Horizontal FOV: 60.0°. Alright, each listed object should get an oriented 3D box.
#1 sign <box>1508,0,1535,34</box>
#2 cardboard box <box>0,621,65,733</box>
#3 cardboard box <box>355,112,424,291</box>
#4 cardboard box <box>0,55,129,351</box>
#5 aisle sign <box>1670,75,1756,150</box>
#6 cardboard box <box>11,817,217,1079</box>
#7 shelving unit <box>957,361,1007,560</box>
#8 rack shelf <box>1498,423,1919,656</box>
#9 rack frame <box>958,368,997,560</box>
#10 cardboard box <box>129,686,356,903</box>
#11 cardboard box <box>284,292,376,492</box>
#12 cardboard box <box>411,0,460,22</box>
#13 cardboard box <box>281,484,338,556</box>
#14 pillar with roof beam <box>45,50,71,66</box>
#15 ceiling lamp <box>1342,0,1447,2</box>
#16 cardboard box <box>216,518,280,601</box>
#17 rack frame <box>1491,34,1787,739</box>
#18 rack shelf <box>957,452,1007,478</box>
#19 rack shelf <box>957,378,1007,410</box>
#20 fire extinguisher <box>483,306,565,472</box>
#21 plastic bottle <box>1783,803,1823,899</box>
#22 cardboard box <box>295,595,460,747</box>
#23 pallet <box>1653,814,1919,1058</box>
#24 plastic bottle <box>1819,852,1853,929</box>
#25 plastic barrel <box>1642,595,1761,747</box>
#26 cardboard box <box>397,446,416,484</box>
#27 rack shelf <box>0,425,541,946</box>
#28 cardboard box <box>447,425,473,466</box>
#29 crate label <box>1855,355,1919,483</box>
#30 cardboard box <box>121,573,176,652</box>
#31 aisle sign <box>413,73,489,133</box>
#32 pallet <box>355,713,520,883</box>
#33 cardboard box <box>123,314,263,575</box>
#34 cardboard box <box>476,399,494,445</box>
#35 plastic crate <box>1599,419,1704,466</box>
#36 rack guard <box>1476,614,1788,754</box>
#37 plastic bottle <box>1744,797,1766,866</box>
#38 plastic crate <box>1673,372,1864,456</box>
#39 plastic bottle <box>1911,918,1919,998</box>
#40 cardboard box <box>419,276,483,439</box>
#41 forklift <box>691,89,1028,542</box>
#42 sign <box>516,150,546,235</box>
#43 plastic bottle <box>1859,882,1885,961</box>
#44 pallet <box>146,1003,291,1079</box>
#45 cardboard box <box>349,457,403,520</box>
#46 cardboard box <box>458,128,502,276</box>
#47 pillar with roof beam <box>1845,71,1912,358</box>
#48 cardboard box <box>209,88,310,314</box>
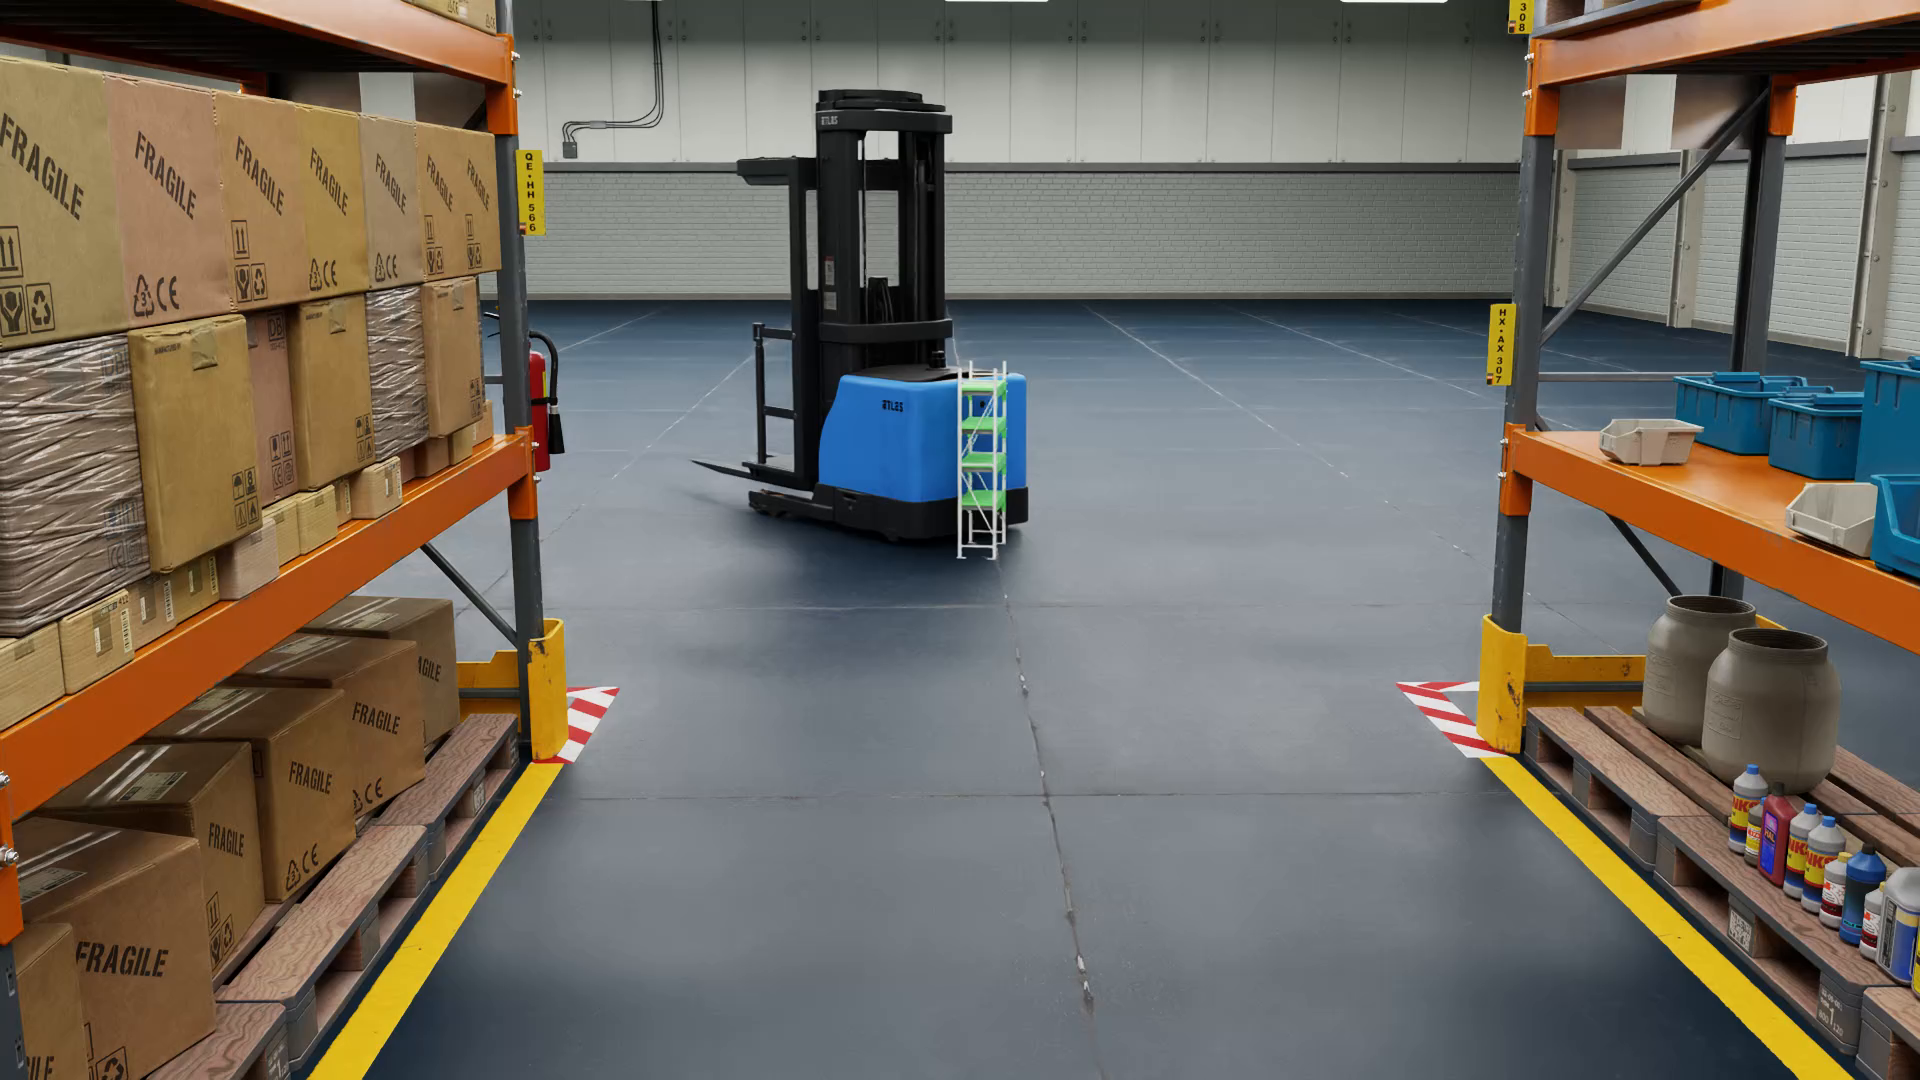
[{"bbox_3d":[2.177,-2.124,6.420,0.100,0.325,0.005,0,11,-1],"label":"sign"},{"bbox_3d":[-1.846,0.243,2.948,0.380,0.149,0.250,0,11,-1],"label":"cardboard box"},{"bbox_3d":[-1.942,-1.009,4.973,0.500,0.500,0.500,0,11,-1],"label":"cardboard box"},{"bbox_3d":[-1.897,-0.611,3.013,0.500,0.500,0.500,0,11,-1],"label":"cardboard box"},{"bbox_3d":[3.023,-1.941,6.544,0.394,0.787,0.004,0,11,-1],"label":"aisle sign"},{"bbox_3d":[-2.130,0.990,3.867,0.500,0.500,0.500,4,12,17],"label":"cardboard box"},{"bbox_3d":[0.143,-0.514,10.575,0.258,1.200,0.503,2,12,8],"label":"shelving unit"},{"bbox_3d":[2.769,0.099,4.838,1.077,0.370,4.000,0,11,-1],"label":"rack shelf"},{"bbox_3d":[0.109,-0.466,10.339,0.240,1.200,0.015,2,12,8],"label":"rack frame"},{"bbox_3d":[-2.188,0.756,5.021,0.500,0.500,0.500,1,11,4],"label":"cardboard box"},{"bbox_3d":[-2.145,-0.419,4.578,0.875,0.500,0.500,0,11,-1],"label":"cardboard box"},{"bbox_3d":[-1.947,-1.834,5.386,0.500,0.250,0.500,0,11,-1],"label":"cardboard box"},{"bbox_3d":[-1.890,-0.055,4.417,0.380,0.149,0.250,0,11,-1],"label":"cardboard box"},{"bbox_3d":[-14.297,-9.348,34.506,9.100,9.000,0.548,0,11,-1],"label":"pillar with roof beam"},{"bbox_3d":[8.012,-11.532,30.589,2.000,3.185,0.800,0,11,-1],"label":"ceiling lamp"},{"bbox_3d":[-1.849,0.044,3.928,0.380,0.149,0.250,0,11,-1],"label":"cardboard box"},{"bbox_3d":[2.727,-0.651,6.726,1.000,3.000,0.127,0,11,-1],"label":"rack frame"},{"bbox_3d":[0.143,-0.451,10.588,0.258,0.148,0.480,2,12,8],"label":"rack shelf"},{"bbox_3d":[0.143,-0.922,10.493,0.258,0.148,0.480,2,12,8],"label":"rack shelf"},{"bbox_3d":[-1.766,-0.618,6.755,0.296,0.674,0.183,0,11,-1],"label":"fire extinguisher"},{"bbox_3d":[2.460,0.900,4.835,0.097,0.271,0.097,0,11,0],"label":"plastic bottle"},{"bbox_3d":[-2.228,0.512,6.220,0.500,0.500,0.500,2,12,9],"label":"cardboard box"},{"bbox_3d":[2.810,1.133,4.941,1.003,0.211,1.213,0,11,-1],"label":"pallet"},{"bbox_3d":[2.465,0.974,4.647,0.097,0.201,0.097,0,11,0],"label":"plastic bottle"},{"bbox_3d":[2.817,0.493,6.288,0.421,0.512,0.421,0,11,0],"label":"plastic barrel"},{"bbox_3d":[-1.998,-0.253,5.395,0.380,0.149,0.250,0,11,-1],"label":"cardboard box"},{"bbox_3d":[-2.183,0.119,4.737,1.077,0.370,4.000,0,11,-1],"label":"rack shelf"},{"bbox_3d":[-1.951,-0.353,5.887,0.380,0.149,0.250,0,11,-1],"label":"cardboard box"},{"bbox_3d":[3.036,-0.304,4.924,0.502,0.435,0.616,0,11,-1],"label":"crate label"},{"bbox_3d":[-1.871,0.144,3.438,0.380,0.149,0.250,0,11,-1],"label":"cardboard box"},{"bbox_3d":[-1.926,-1.919,6.434,0.394,0.787,0.004,0,11,-1],"label":"aisle sign"},{"bbox_3d":[-2.241,0.912,6.032,1.003,0.211,1.213,0,11,-1],"label":"pallet"},{"bbox_3d":[-2.064,-0.220,3.600,0.875,0.500,0.500,0,11,-1],"label":"cardboard box"},{"bbox_3d":[-2.012,-0.452,6.375,0.380,0.149,0.250,0,11,-1],"label":"cardboard box"},{"bbox_3d":[2.424,-0.343,5.869,0.298,0.136,0.250,0,11,-1],"label":"plastic crate"},{"bbox_3d":[2.776,0.589,6.901,1.175,0.500,0.348,0,11,-1],"label":"rack guard"},{"bbox_3d":[2.455,0.887,5.076,0.097,0.201,0.097,0,11,0],"label":"plastic bottle"},{"bbox_3d":[3.037,-0.480,6.256,0.499,0.251,0.616,0,11,-1],"label":"plastic crate"},{"bbox_3d":[2.498,0.997,4.156,0.144,0.351,0.185,0,11,-2],"label":"plastic bottle"},{"bbox_3d":[-2.110,-0.618,5.559,0.875,0.500,0.500,0,11,-1],"label":"cardboard box"},{"bbox_3d":[-0.874,-1.658,11.858,1.130,2.935,3.031,-10,15,-39],"label":"forklift"},{"bbox_3d":[-1.669,-1.352,6.471,0.100,0.325,0.005,0,11,-1],"label":"sign"},{"bbox_3d":[2.469,1.015,4.445,0.097,0.201,0.097,0,11,0],"label":"plastic bottle"},{"bbox_3d":[-2.191,1.397,3.641,1.003,0.211,1.213,0,11,-1],"label":"pallet"},{"bbox_3d":[-1.876,-0.154,4.908,0.380,0.149,0.250,0,11,-1],"label":"cardboard box"},{"bbox_3d":[-1.966,-1.208,5.953,0.500,0.500,0.500,0,11,-1],"label":"cardboard box"},{"bbox_3d":[8.836,-7.057,23.211,9.100,9.000,0.400,0,11,-1],"label":"pillar with roof beam"},{"bbox_3d":[-1.919,-0.810,3.993,0.500,0.500,0.500,0,11,-1],"label":"cardboard box"}]
